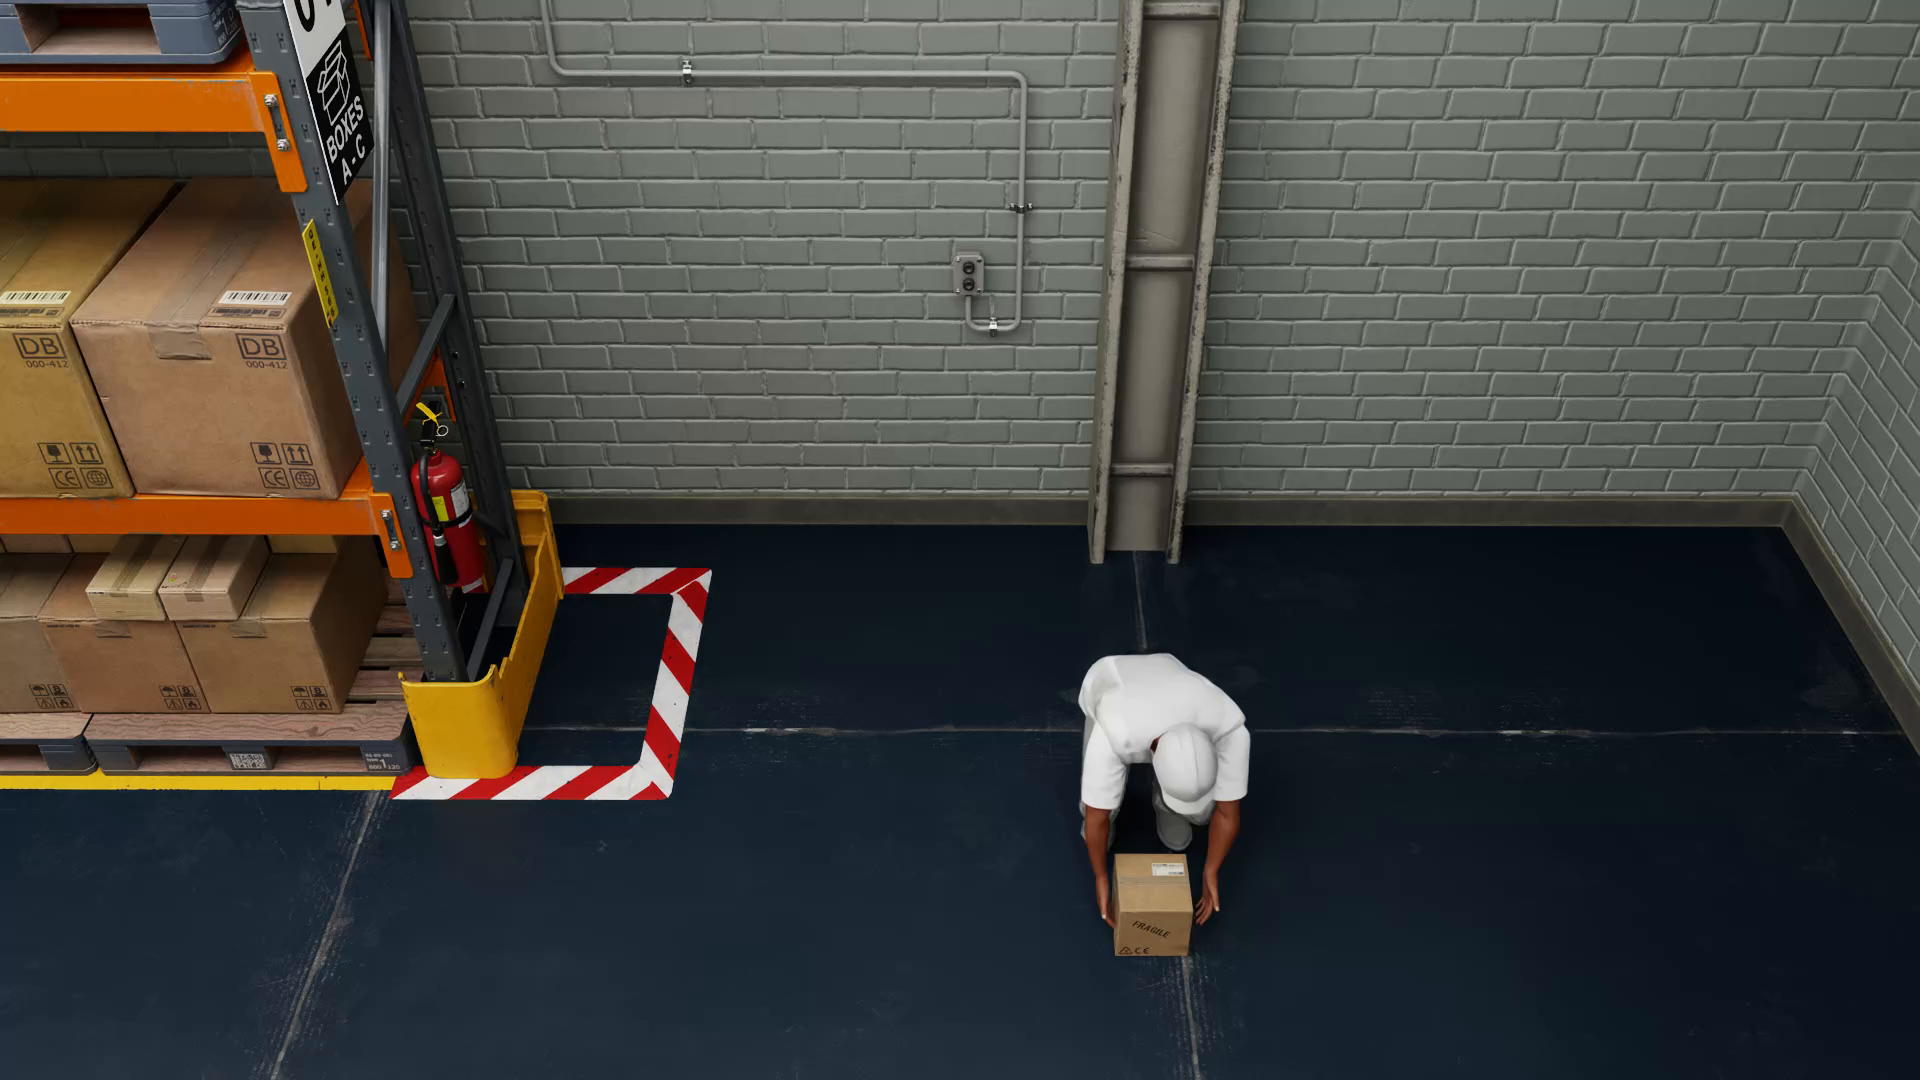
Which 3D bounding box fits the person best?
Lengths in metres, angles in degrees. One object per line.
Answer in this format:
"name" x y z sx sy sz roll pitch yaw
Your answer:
"person" 0.701 0.757 5.820 0.572 0.878 0.899 0 39 0
